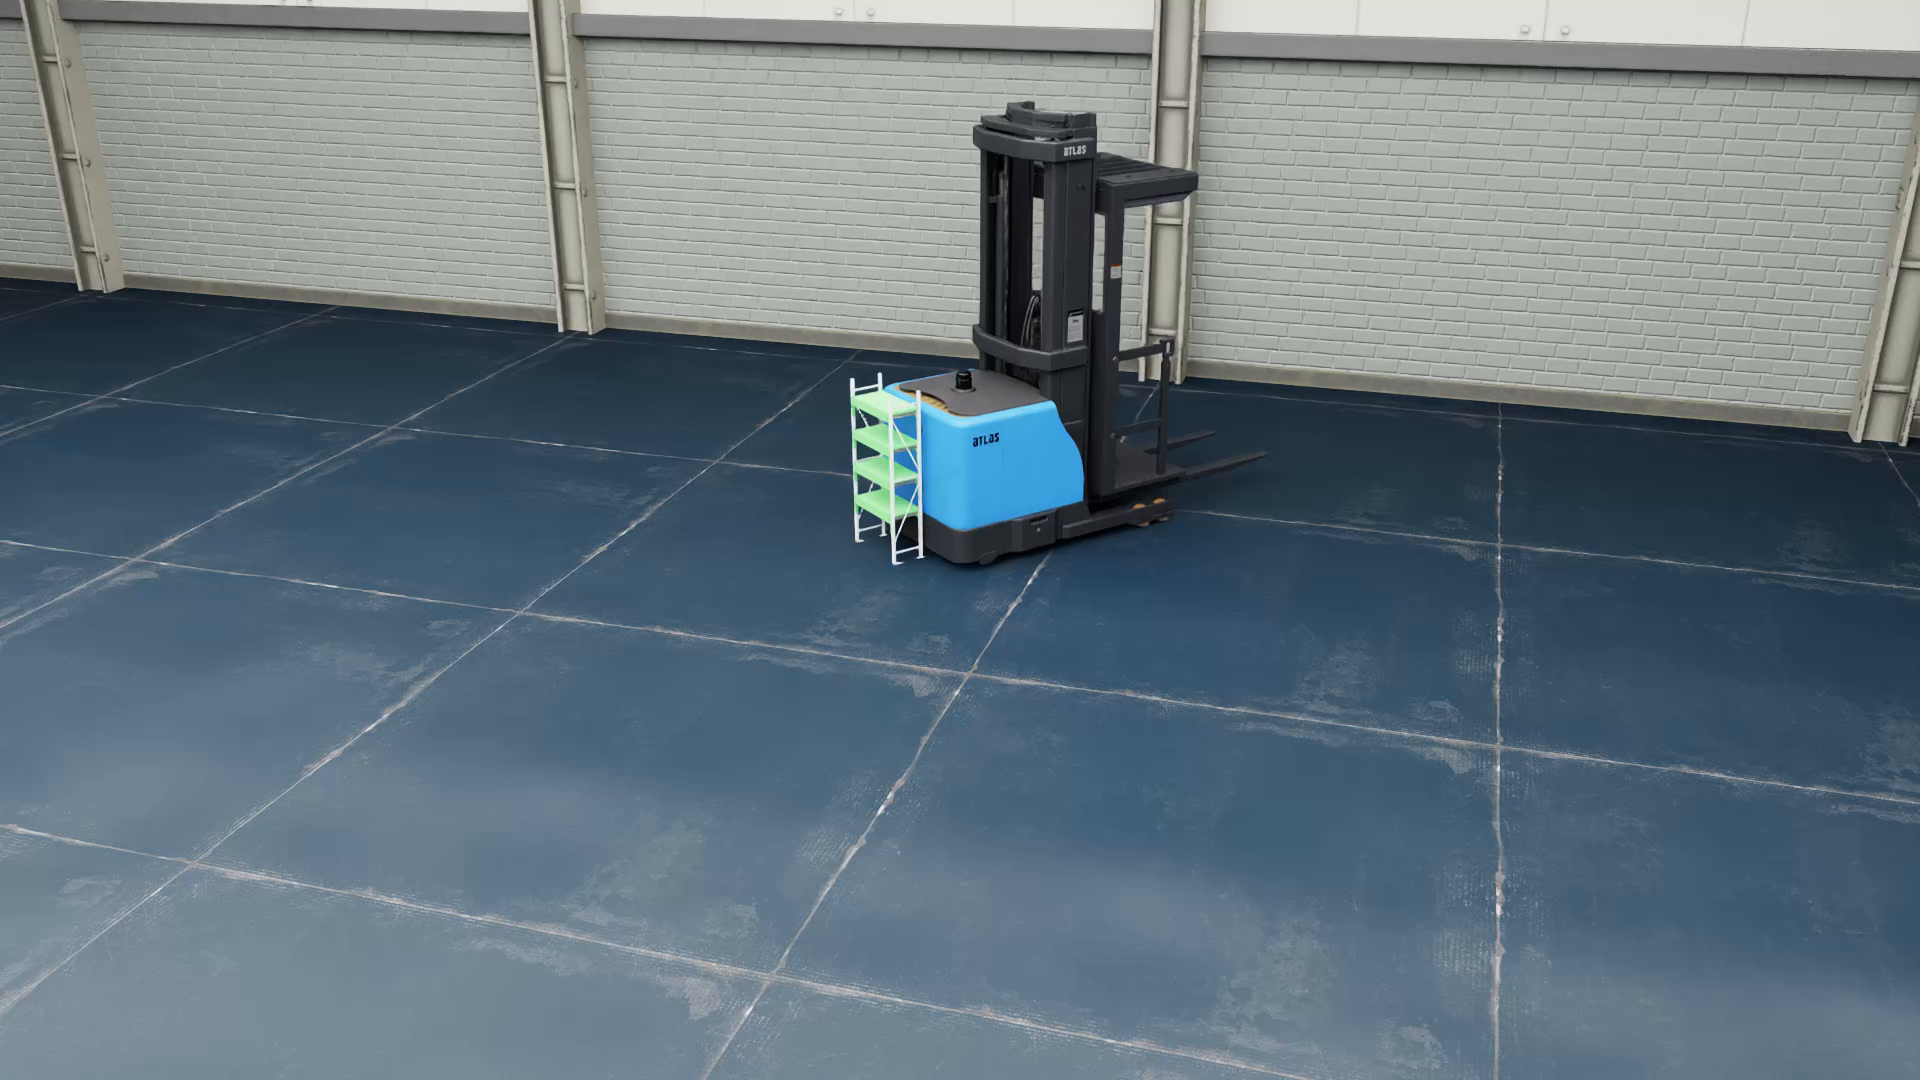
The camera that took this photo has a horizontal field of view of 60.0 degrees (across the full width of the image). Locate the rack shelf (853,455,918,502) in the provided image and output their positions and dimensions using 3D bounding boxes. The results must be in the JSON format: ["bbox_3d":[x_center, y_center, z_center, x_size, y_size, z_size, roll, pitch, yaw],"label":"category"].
[{"bbox_3d":[-0.500,-0.427,11.395,0.258,0.148,0.480,-15,27,-31],"label":"rack shelf"}]

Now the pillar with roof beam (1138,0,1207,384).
[{"bbox_3d":[0.636,-4.102,9.914,0.400,9.000,9.100,7,23,16],"label":"pillar with roof beam"}]

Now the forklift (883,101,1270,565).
[{"bbox_3d":[0.950,-1.600,11.809,3.031,2.935,1.130,-14,26,-31],"label":"forklift"}]

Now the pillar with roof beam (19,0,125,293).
[{"bbox_3d":[-10.852,-5.418,13.121,0.400,9.000,9.100,7,23,16],"label":"pillar with roof beam"}]

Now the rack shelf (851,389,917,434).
[{"bbox_3d":[-0.502,-0.870,11.211,0.258,0.148,0.480,-15,27,-31],"label":"rack shelf"}]

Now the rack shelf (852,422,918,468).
[{"bbox_3d":[-0.501,-0.648,11.303,0.258,0.148,0.480,-15,27,-31],"label":"rack shelf"}]

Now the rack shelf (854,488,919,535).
[{"bbox_3d":[-0.498,-0.205,11.487,0.258,0.148,0.480,-15,27,-31],"label":"rack shelf"}]

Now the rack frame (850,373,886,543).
[{"bbox_3d":[-0.637,-0.562,11.557,0.240,1.200,0.015,-15,27,-31],"label":"rack frame"}]

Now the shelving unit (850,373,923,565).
[{"bbox_3d":[-0.500,-0.486,11.370,0.258,1.200,0.503,-15,27,-31],"label":"shelving unit"}]

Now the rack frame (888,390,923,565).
[{"bbox_3d":[-0.363,-0.409,11.183,0.240,1.200,0.015,-15,27,-31],"label":"rack frame"}]

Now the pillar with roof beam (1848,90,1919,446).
[{"bbox_3d":[6.380,-3.445,8.310,0.400,9.000,9.100,7,23,16],"label":"pillar with roof beam"}]

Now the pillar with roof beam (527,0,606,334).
[{"bbox_3d":[-5.108,-4.760,11.517,0.400,9.000,9.100,7,23,16],"label":"pillar with roof beam"}]
